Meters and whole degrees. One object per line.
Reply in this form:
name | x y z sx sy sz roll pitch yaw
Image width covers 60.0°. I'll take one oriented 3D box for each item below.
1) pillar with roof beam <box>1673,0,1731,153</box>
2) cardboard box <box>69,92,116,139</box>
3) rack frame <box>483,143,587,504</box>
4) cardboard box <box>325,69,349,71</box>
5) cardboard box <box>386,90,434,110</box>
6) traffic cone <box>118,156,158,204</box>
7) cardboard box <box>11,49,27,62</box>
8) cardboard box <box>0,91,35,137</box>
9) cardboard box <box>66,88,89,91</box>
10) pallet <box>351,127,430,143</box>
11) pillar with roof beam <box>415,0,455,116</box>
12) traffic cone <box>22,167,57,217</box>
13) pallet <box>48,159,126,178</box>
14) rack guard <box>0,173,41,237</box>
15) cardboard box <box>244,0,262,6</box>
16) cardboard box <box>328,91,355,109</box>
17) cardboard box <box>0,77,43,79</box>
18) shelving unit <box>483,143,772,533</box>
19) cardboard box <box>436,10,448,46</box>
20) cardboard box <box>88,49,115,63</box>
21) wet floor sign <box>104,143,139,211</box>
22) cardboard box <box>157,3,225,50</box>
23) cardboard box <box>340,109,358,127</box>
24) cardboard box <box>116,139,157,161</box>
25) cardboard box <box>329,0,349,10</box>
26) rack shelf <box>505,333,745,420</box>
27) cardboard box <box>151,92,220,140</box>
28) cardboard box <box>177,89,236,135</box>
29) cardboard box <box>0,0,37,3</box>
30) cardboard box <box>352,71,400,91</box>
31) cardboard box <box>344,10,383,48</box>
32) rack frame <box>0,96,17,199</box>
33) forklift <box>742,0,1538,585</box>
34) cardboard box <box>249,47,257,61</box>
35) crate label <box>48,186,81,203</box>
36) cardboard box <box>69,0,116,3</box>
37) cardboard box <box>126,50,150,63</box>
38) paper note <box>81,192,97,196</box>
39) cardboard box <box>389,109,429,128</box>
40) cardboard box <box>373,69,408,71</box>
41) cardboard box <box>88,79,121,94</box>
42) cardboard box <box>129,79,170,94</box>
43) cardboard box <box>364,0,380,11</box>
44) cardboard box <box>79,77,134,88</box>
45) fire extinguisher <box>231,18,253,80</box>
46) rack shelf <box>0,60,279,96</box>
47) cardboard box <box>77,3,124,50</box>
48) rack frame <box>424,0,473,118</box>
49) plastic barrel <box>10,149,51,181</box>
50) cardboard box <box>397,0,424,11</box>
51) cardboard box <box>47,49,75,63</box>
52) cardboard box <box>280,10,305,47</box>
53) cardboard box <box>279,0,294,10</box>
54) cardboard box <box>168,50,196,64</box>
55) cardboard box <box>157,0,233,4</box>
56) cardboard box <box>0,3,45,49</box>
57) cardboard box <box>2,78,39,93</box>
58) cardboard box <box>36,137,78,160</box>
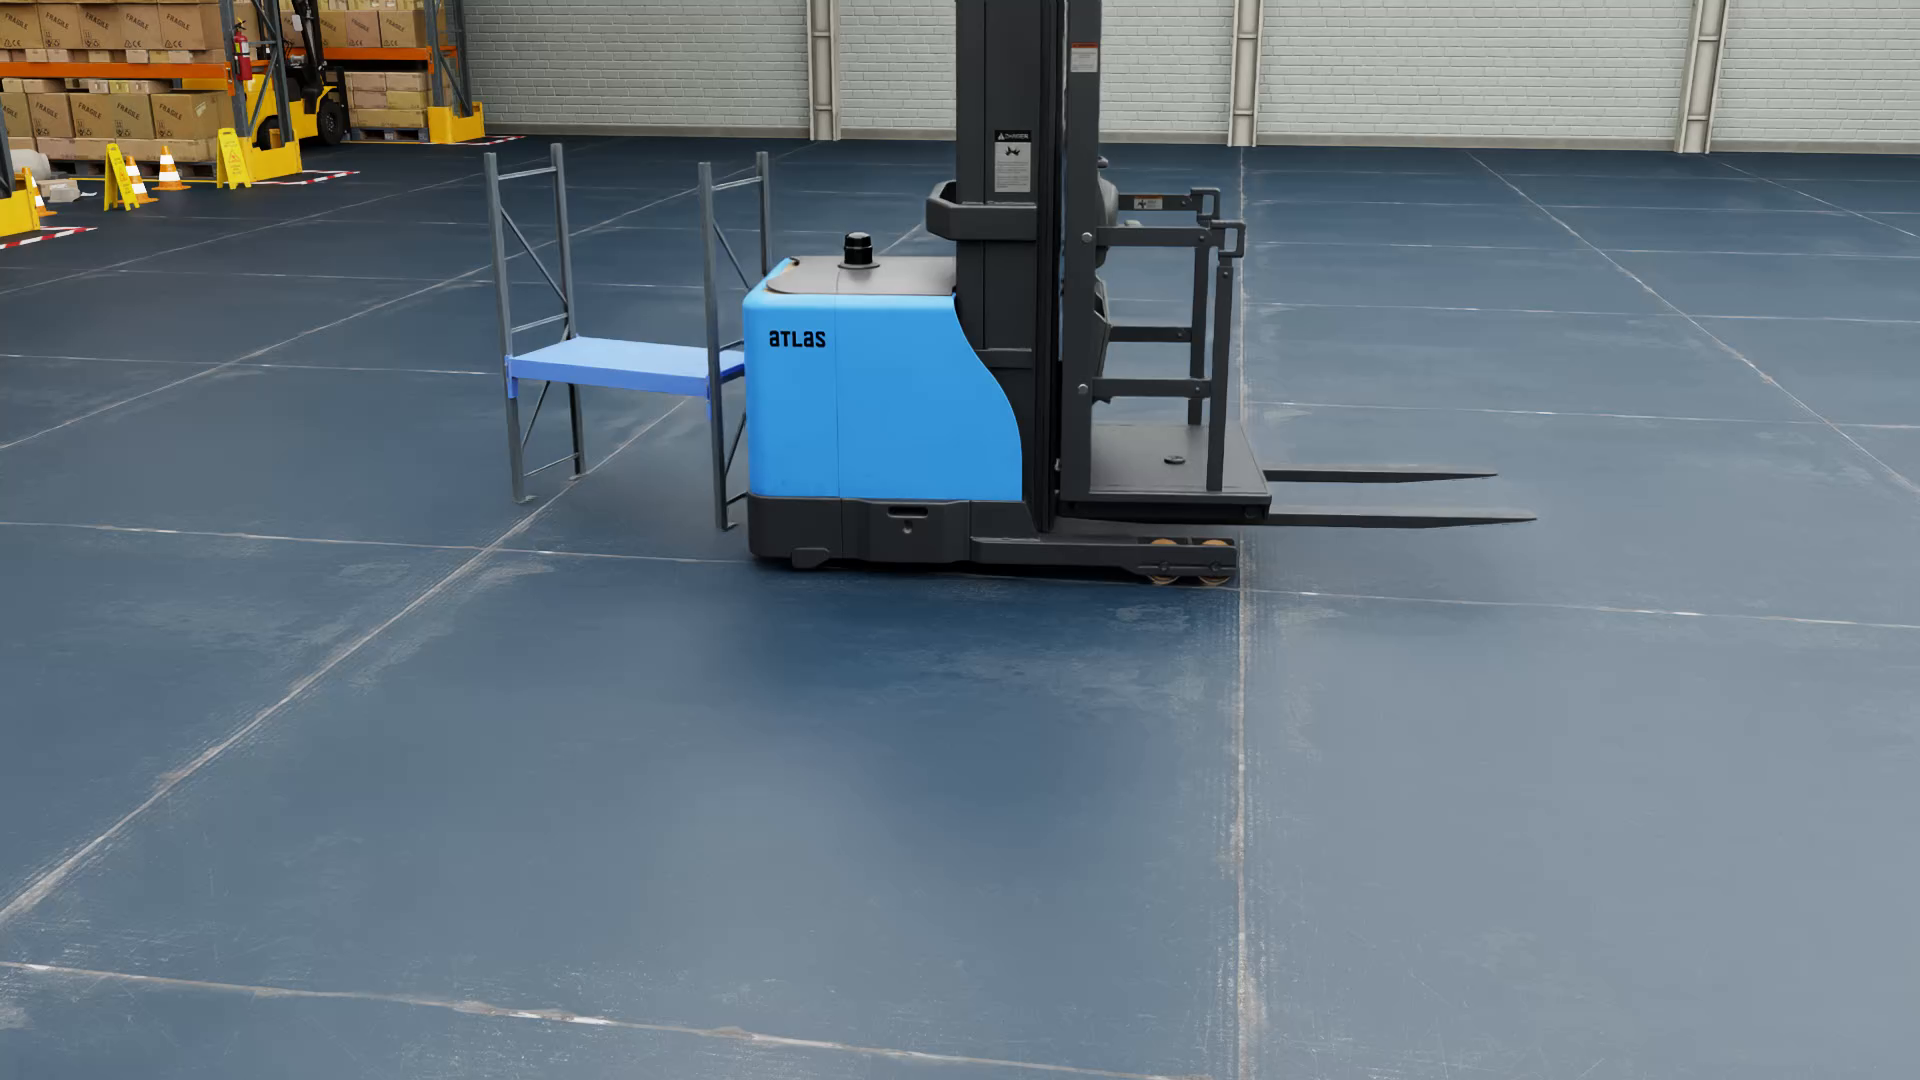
pillar with roof beam | 9.204 -8.168 17.032 0.400 9.000 9.100 3 19 9
cardboard box | -9.970 -4.967 19.410 0.500 0.500 0.500 2 19 7
rack frame | -1.841 -0.941 7.253 0.032 1.500 0.500 8 20 21
cardboard box | -9.276 -6.793 24.474 0.500 0.250 0.500 3 19 8
cardboard box | -7.871 -6.319 23.844 0.500 0.250 0.500 3 19 8
traffic cone | -8.594 -3.754 17.294 0.334 0.463 0.336 3 19 9
cardboard box | -10.782 -5.643 19.337 0.250 0.149 0.380 3 19 8
cardboard box | -11.004 -5.019 19.566 0.500 0.500 0.500 4 19 11
cardboard box | -10.441 -5.161 19.989 0.500 0.500 0.500 4 19 12
pallet | -8.103 -5.963 24.291 1.213 0.211 1.003 3 19 9
pillar with roof beam | -8.568 -9.074 19.739 0.400 9.000 9.100 3 19 9
traffic cone | -9.109 -3.417 16.287 0.334 0.463 0.336 3 19 9
pallet | -10.197 -4.500 19.920 1.213 0.211 1.003 3 19 9
rack guard | -8.786 -2.962 14.868 0.348 0.500 1.175 3 19 9
cardboard box | -10.009 -7.651 23.764 0.250 0.149 0.380 3 19 8
cardboard box | -8.878 -6.367 23.988 0.500 0.250 0.500 2 19 7
cardboard box | -13.980 -6.669 25.089 0.625 0.625 0.875 4 19 10
shelving unit | -1.372 -0.879 7.067 1.048 1.500 0.538 8 20 21
cardboard box | -7.786 -7.419 24.092 0.500 0.500 0.500 4 19 10
cardboard box | -9.802 -5.580 19.148 0.250 0.149 0.380 3 19 8
wet floor sign | -8.467 -3.651 16.698 0.232 0.644 0.267 0 19 -1
cardboard box | -8.704 -5.834 18.886 0.500 0.500 0.500 3 19 8
cardboard box | -8.837 -6.136 24.085 0.500 0.250 0.500 3 19 9
cardboard box | -9.476 -4.585 19.450 0.500 0.250 0.500 3 19 9
cardboard box | -8.745 -7.595 23.595 0.250 0.149 0.380 2 19 7
rack shelf | -1.372 -0.709 7.124 1.000 0.185 0.538 8 20 21
cardboard box | -8.957 -4.914 19.252 0.500 0.500 0.500 3 19 9
cardboard box | -8.901 -5.084 19.759 0.500 0.500 0.500 2 19 7
cardboard box | -10.682 -6.412 19.038 0.500 0.500 0.700 3 19 7
cardboard box | -8.350 -6.579 23.833 0.500 0.250 0.500 3 19 10
cardboard box | -8.379 -7.279 23.672 0.500 0.500 0.500 4 19 10
rack frame | -8.810 -4.149 14.475 0.127 3.000 1.000 3 19 9
forklift | 0.715 -1.395 6.353 3.031 2.935 1.130 1 19 3
cardboard box | -8.427 -5.667 19.410 0.250 0.149 0.380 3 19 9
crate label | -9.380 -3.620 17.406 0.298 0.136 0.250 -7 20 -20
cardboard box | -9.682 -6.346 18.839 0.500 0.500 0.700 3 19 8
cardboard box | -9.304 -5.538 19.024 0.250 0.149 0.380 3 19 10
paper note | -9.374 -3.721 17.875 0.142 0.019 0.148 -3 19 -10
cardboard box | -7.855 -6.080 23.918 0.500 0.250 0.500 3 19 9
cardboard box | -8.279 -6.737 24.305 0.500 0.250 0.500 3 19 9
cardboard box | -9.838 -5.247 19.223 0.250 0.149 0.380 4 19 11
cardboard box | -9.330 -5.219 19.141 0.250 0.149 0.380 3 19 10
cardboard box | -8.231 -7.580 23.551 0.250 0.149 0.380 3 19 10
cardboard box | -12.572 -6.598 24.877 0.625 0.625 0.875 3 19 8
fire extinguisher | -8.085 -5.518 18.689 0.183 0.674 0.296 3 19 9
rack shelf | -10.099 -5.464 19.540 4.000 0.370 1.077 3 19 9
cardboard box | -9.691 -5.887 19.044 0.500 0.500 0.500 3 19 8
rack frame | -7.341 -7.260 23.773 0.127 3.000 1.000 3 19 9
plastic barrel | -10.404 -4.112 18.427 0.512 0.421 0.421 -15 24 -38
cardboard box | -7.728 -7.545 23.444 0.250 0.149 0.380 3 19 9
cardboard box | -10.299 -5.599 19.206 0.250 0.149 0.380 3 19 8
cardboard box | -9.383 -7.326 23.814 0.500 0.500 0.500 3 19 9
cardboard box | -9.494 -7.634 23.711 0.250 0.149 0.380 3 19 8
cardboard box | -8.795 -5.515 18.955 0.250 0.149 0.380 3 19 8
cardboard box | -8.664 -6.325 18.776 0.500 0.500 0.700 2 19 7
cardboard box | -10.691 -5.938 19.195 0.500 0.500 0.500 3 19 8
cardboard box | -10.913 -5.300 19.382 0.250 0.149 0.380 4 19 11
cardboard box | -10.481 -4.638 19.608 0.500 0.250 0.500 3 19 8
